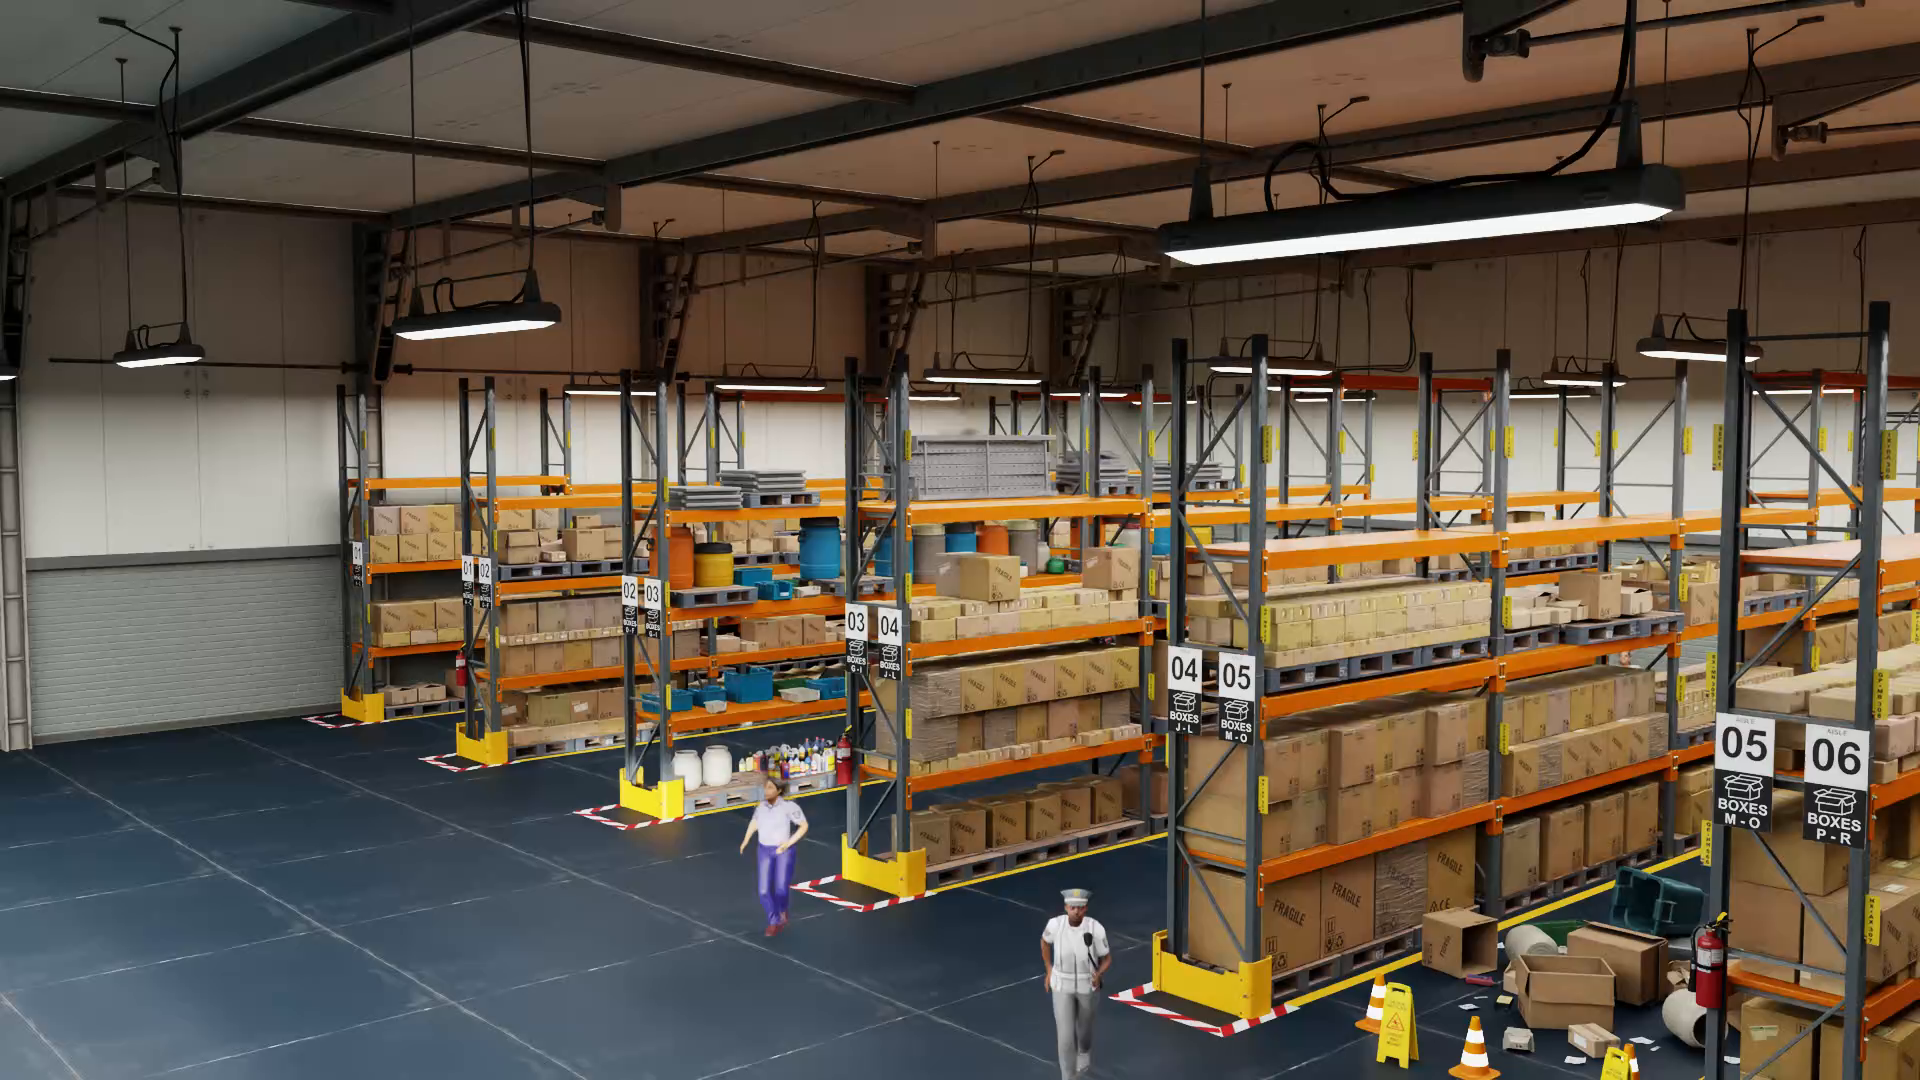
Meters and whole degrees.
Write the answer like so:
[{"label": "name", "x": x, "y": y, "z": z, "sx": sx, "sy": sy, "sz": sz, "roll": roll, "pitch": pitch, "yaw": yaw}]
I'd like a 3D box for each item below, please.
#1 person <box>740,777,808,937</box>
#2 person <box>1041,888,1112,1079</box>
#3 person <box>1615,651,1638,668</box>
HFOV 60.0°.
[{"label": "person", "x": -1.916, "y": 3.261, "z": 17.092, "sx": 0.707, "sy": 1.620, "sz": 0.491, "roll": 1, "pitch": 4, "yaw": 15}, {"label": "person", "x": 0.899, "y": 3.483, "z": 12.895, "sx": 0.546, "sy": 1.694, "sz": 0.909, "roll": 0, "pitch": 4, "yaw": 2}, {"label": "person", "x": 10.760, "y": 2.595, "z": 26.904, "sx": 0.617, "sy": 1.673, "sz": 0.712, "roll": 2, "pitch": 4, "yaw": 32}]
